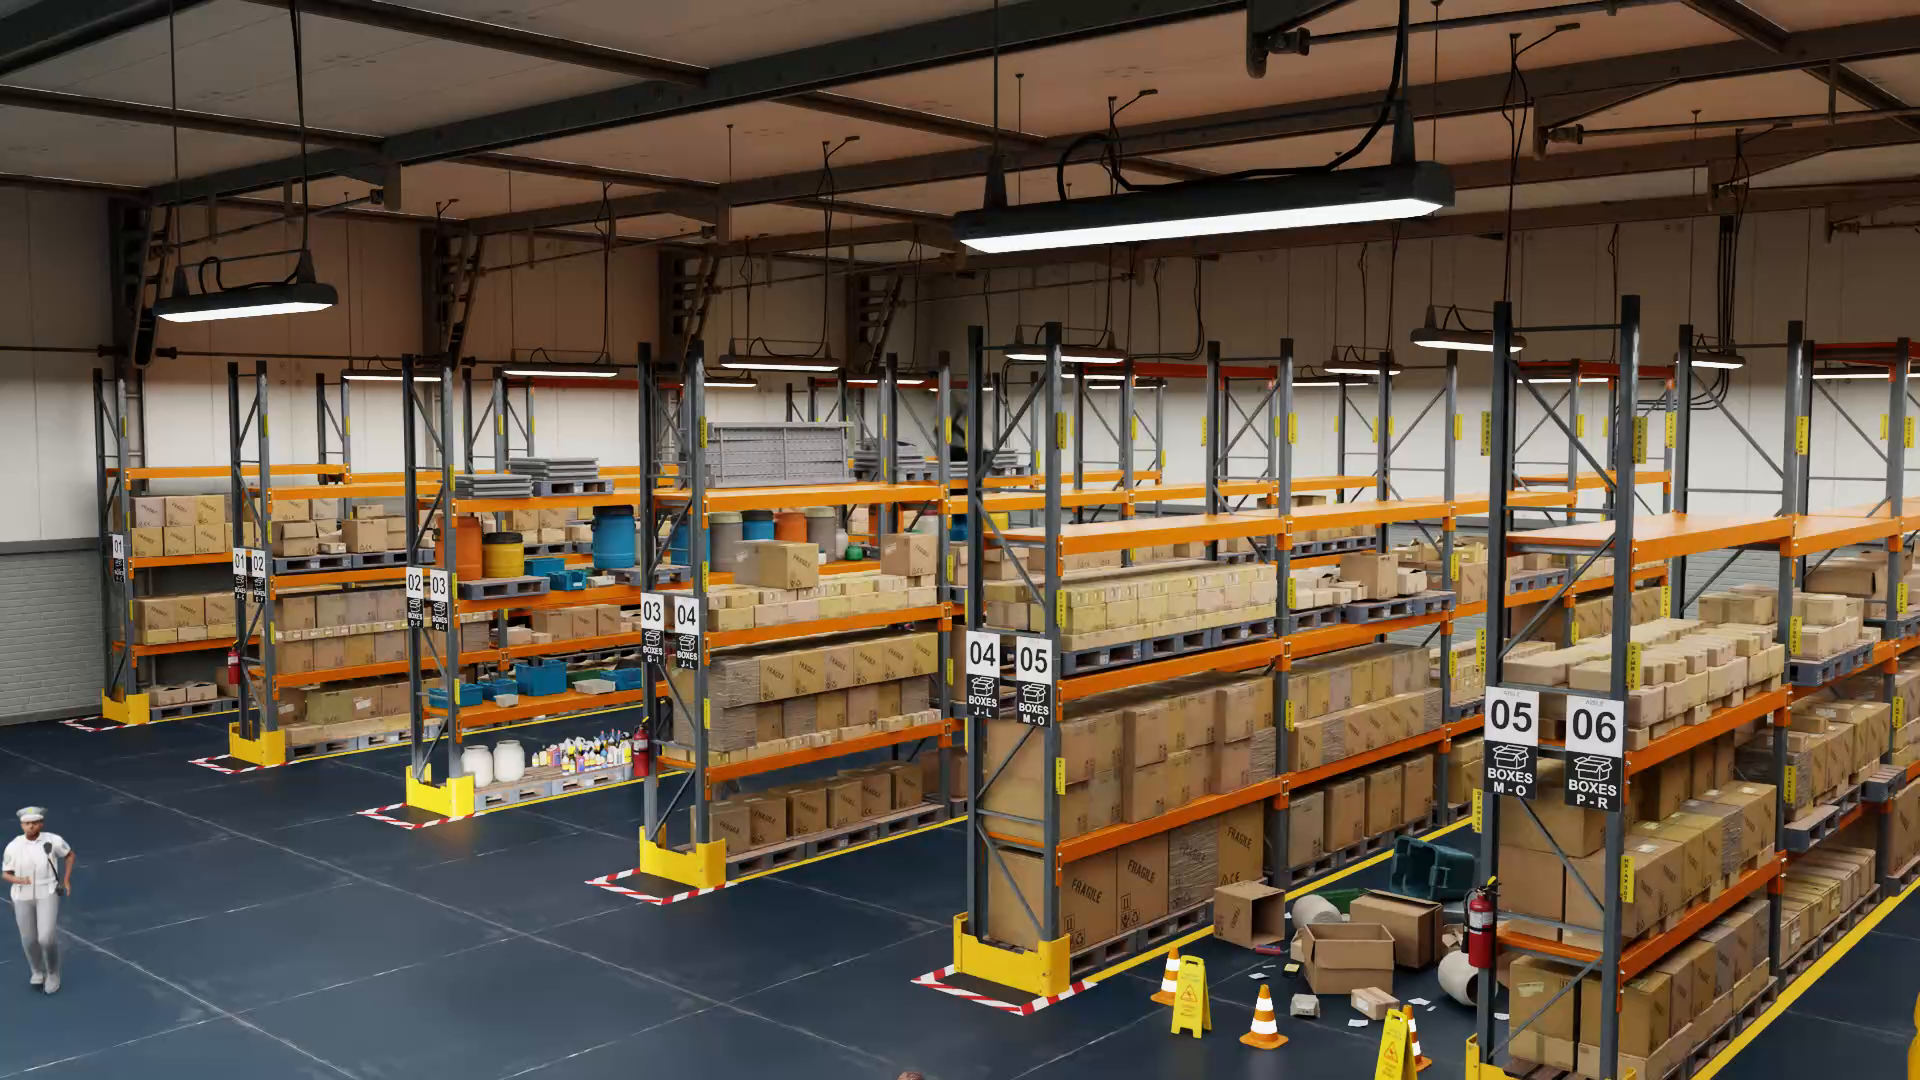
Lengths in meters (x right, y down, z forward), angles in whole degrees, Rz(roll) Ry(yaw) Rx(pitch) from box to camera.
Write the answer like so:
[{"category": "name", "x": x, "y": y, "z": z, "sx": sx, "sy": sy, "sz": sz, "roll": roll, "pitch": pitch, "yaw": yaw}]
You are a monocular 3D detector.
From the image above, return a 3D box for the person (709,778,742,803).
[{"category": "person", "x": -3.073, "y": 2.717, "z": 21.643, "sx": 0.671, "sy": 1.769, "sz": 0.964, "roll": 3, "pitch": 5, "yaw": 35}]

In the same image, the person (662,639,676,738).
[{"category": "person", "x": -4.625, "y": 2.276, "z": 27.162, "sx": 0.677, "sy": 1.846, "sz": 0.865, "roll": 3, "pitch": 5, "yaw": 39}]

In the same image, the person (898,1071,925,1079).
[{"category": "person", "x": -0.269, "y": 3.678, "z": 9.108, "sx": 0.521, "sy": 1.597, "sz": 0.855, "roll": 0, "pitch": 4, "yaw": -4}]

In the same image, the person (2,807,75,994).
[{"category": "person", "x": -8.265, "y": 3.226, "z": 14.902, "sx": 0.544, "sy": 1.706, "sz": 0.651, "roll": -2, "pitch": 4, "yaw": -21}]
